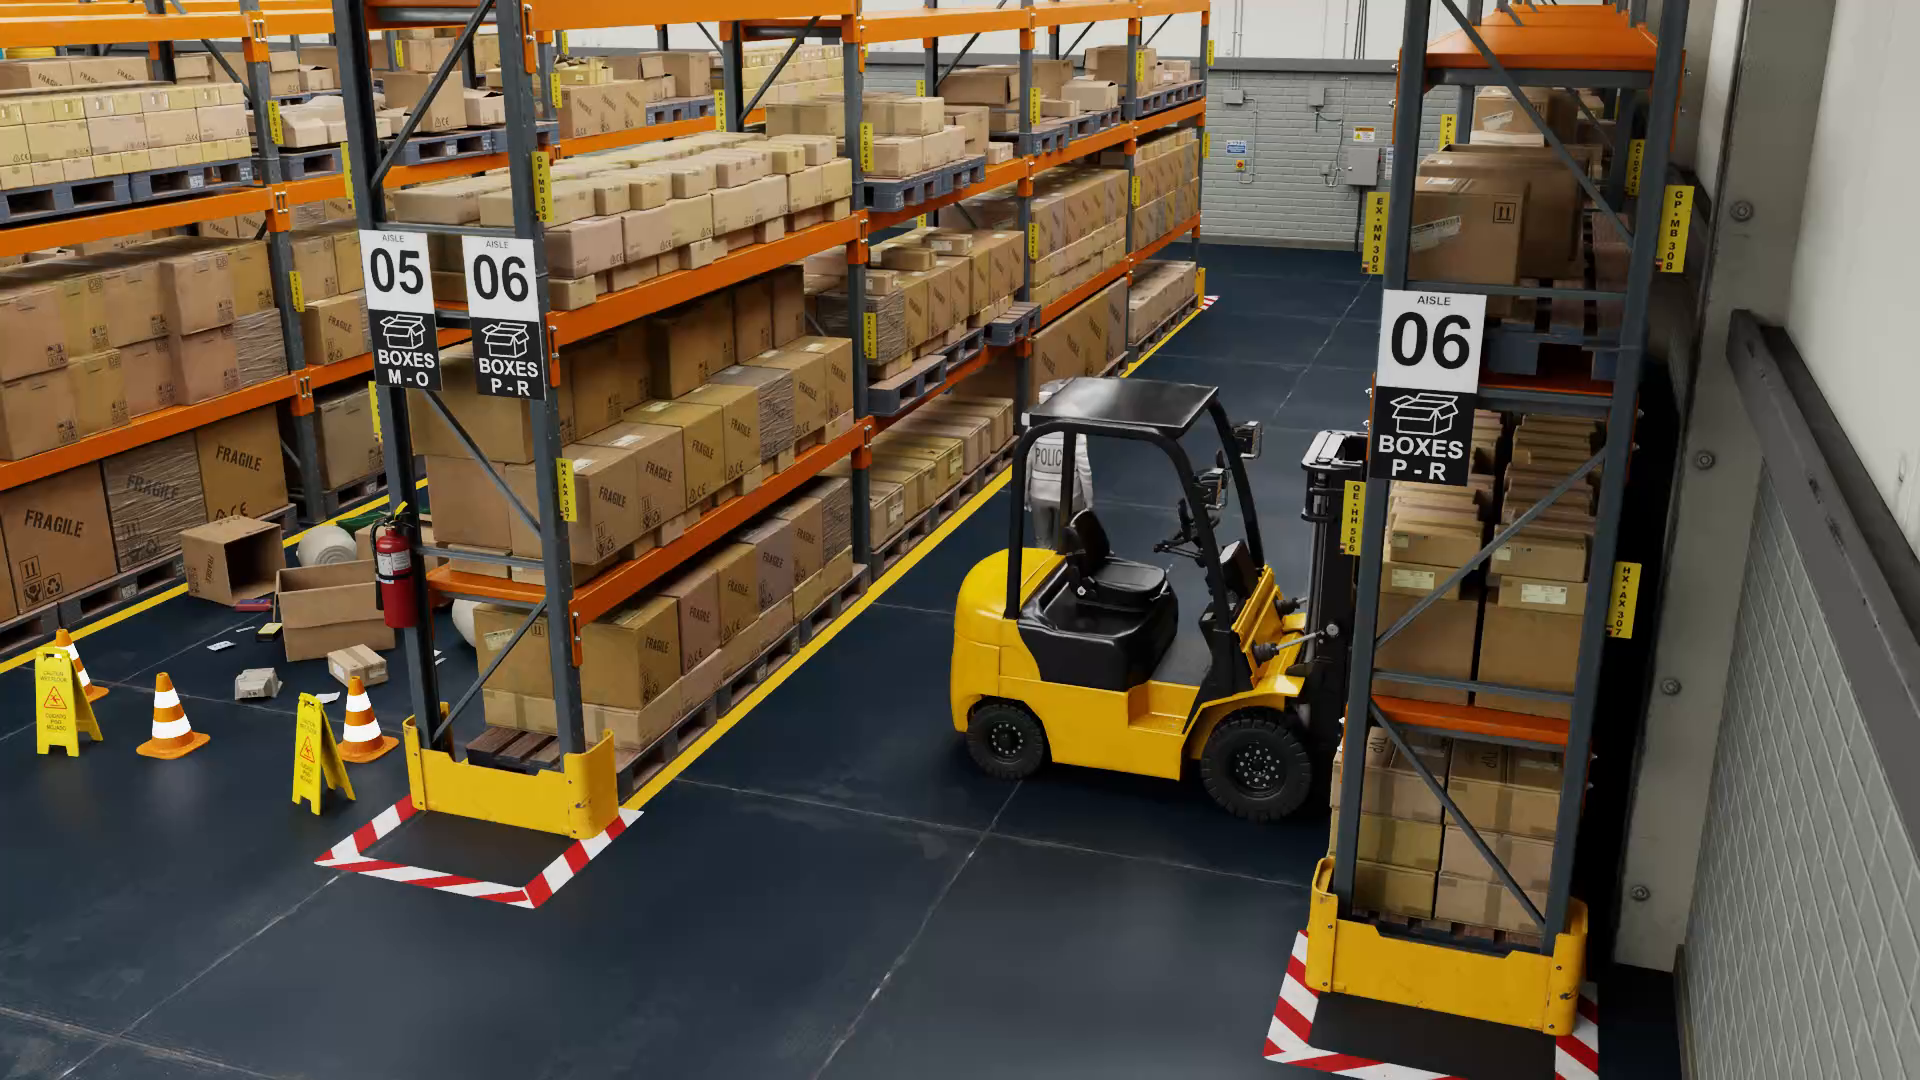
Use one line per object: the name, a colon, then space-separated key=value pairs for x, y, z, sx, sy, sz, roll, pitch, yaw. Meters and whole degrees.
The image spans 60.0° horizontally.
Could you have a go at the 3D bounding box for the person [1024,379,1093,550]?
person: x=0.697 y=-0.313 z=11.977 sx=0.536 sy=1.663 sz=0.405 roll=6 pitch=20 yaw=17
